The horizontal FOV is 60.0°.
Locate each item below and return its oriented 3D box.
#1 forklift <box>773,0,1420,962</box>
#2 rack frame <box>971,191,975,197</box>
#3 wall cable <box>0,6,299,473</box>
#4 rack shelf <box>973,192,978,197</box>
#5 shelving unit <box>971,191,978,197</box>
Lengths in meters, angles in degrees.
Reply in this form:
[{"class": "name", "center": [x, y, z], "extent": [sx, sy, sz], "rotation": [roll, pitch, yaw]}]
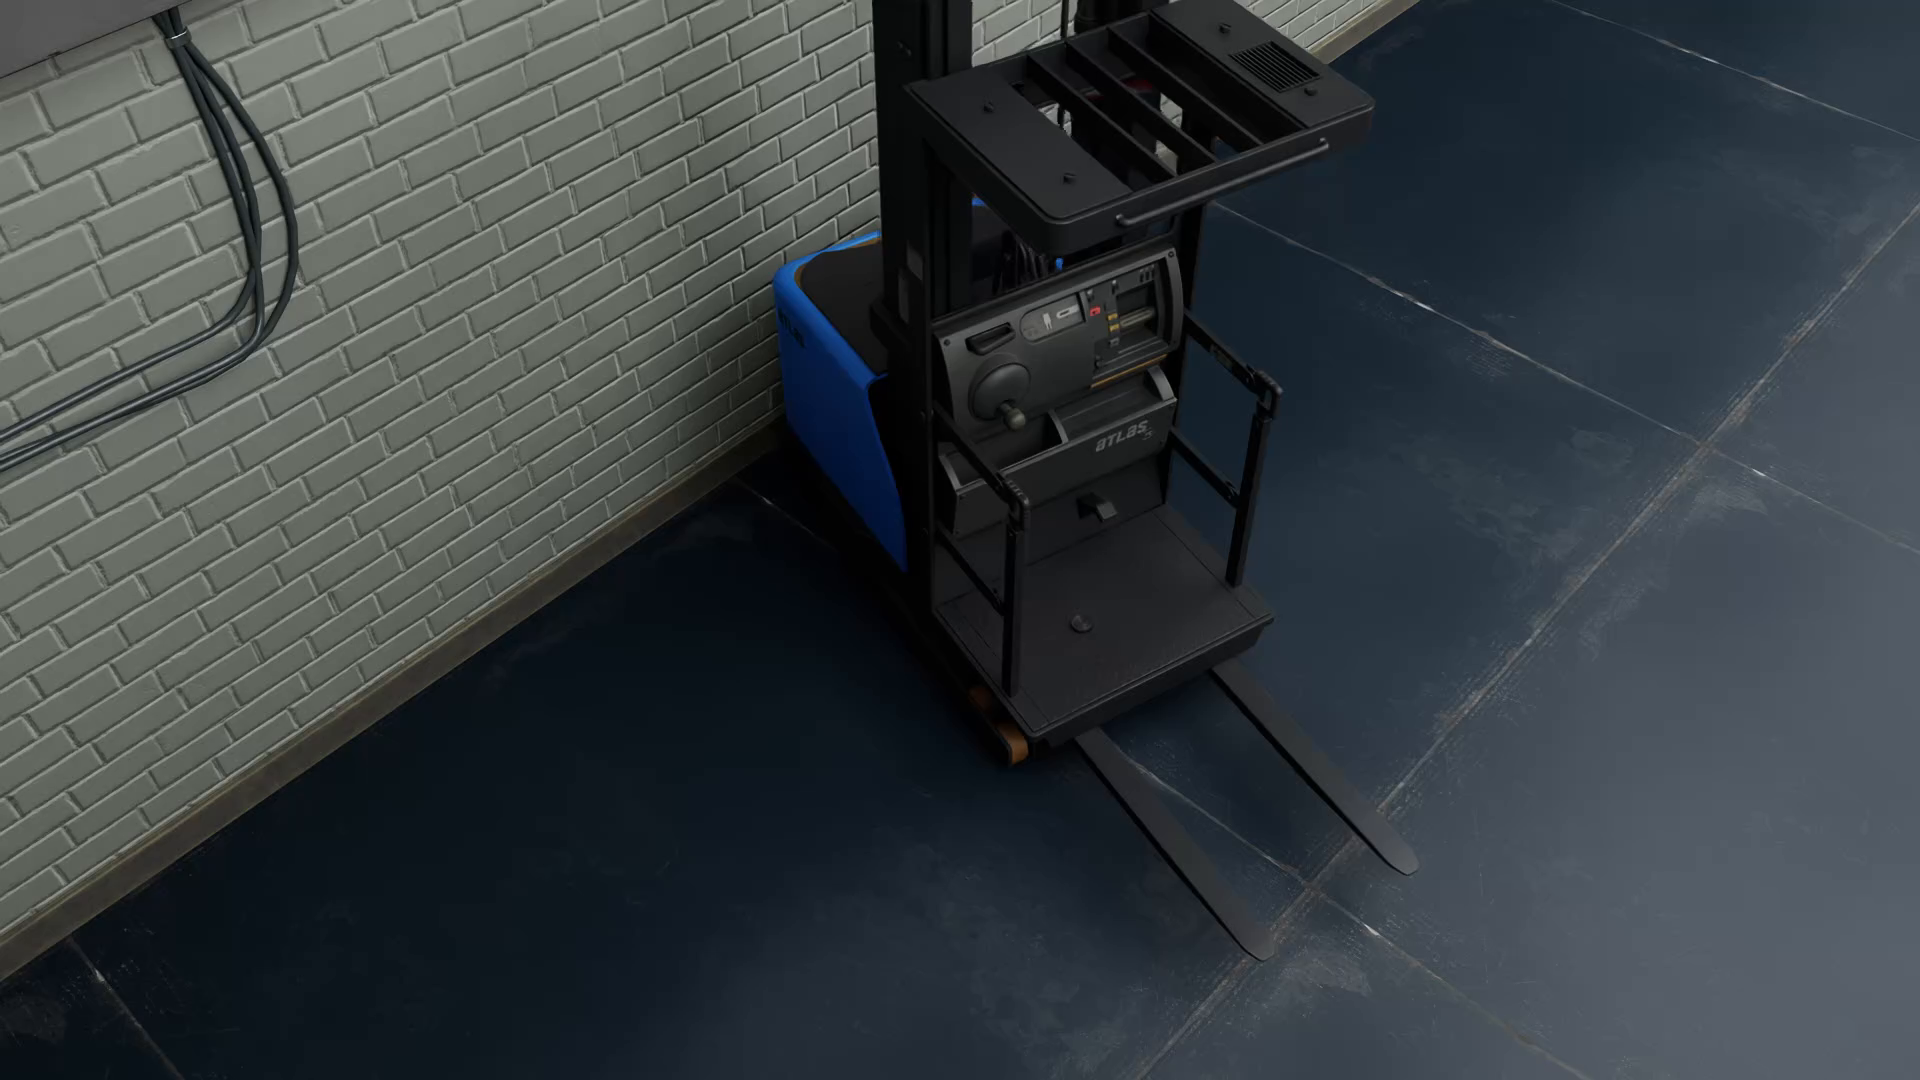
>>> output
[{"class": "forklift", "center": [0.459, -0.576, 5.389], "extent": [1.130, 2.935, 3.031], "rotation": [-24, 51, -21]}, {"class": "rack frame", "center": [0.139, -1.138, 7.104], "extent": [0.240, 1.200, 0.006], "rotation": [-23, 51, -20]}, {"class": "wall cable", "center": [-2.974, -0.696, 3.469], "extent": [0.112, 2.526, 3.097], "rotation": [34, 55, 28]}, {"class": "rack shelf", "center": [0.093, -1.412, 6.928], "extent": [0.258, 0.103, 0.180], "rotation": [-23, 51, -20]}, {"class": "shelving unit", "center": [0.093, -1.196, 7.158], "extent": [0.258, 1.200, 0.189], "rotation": [-23, 51, -20]}]
